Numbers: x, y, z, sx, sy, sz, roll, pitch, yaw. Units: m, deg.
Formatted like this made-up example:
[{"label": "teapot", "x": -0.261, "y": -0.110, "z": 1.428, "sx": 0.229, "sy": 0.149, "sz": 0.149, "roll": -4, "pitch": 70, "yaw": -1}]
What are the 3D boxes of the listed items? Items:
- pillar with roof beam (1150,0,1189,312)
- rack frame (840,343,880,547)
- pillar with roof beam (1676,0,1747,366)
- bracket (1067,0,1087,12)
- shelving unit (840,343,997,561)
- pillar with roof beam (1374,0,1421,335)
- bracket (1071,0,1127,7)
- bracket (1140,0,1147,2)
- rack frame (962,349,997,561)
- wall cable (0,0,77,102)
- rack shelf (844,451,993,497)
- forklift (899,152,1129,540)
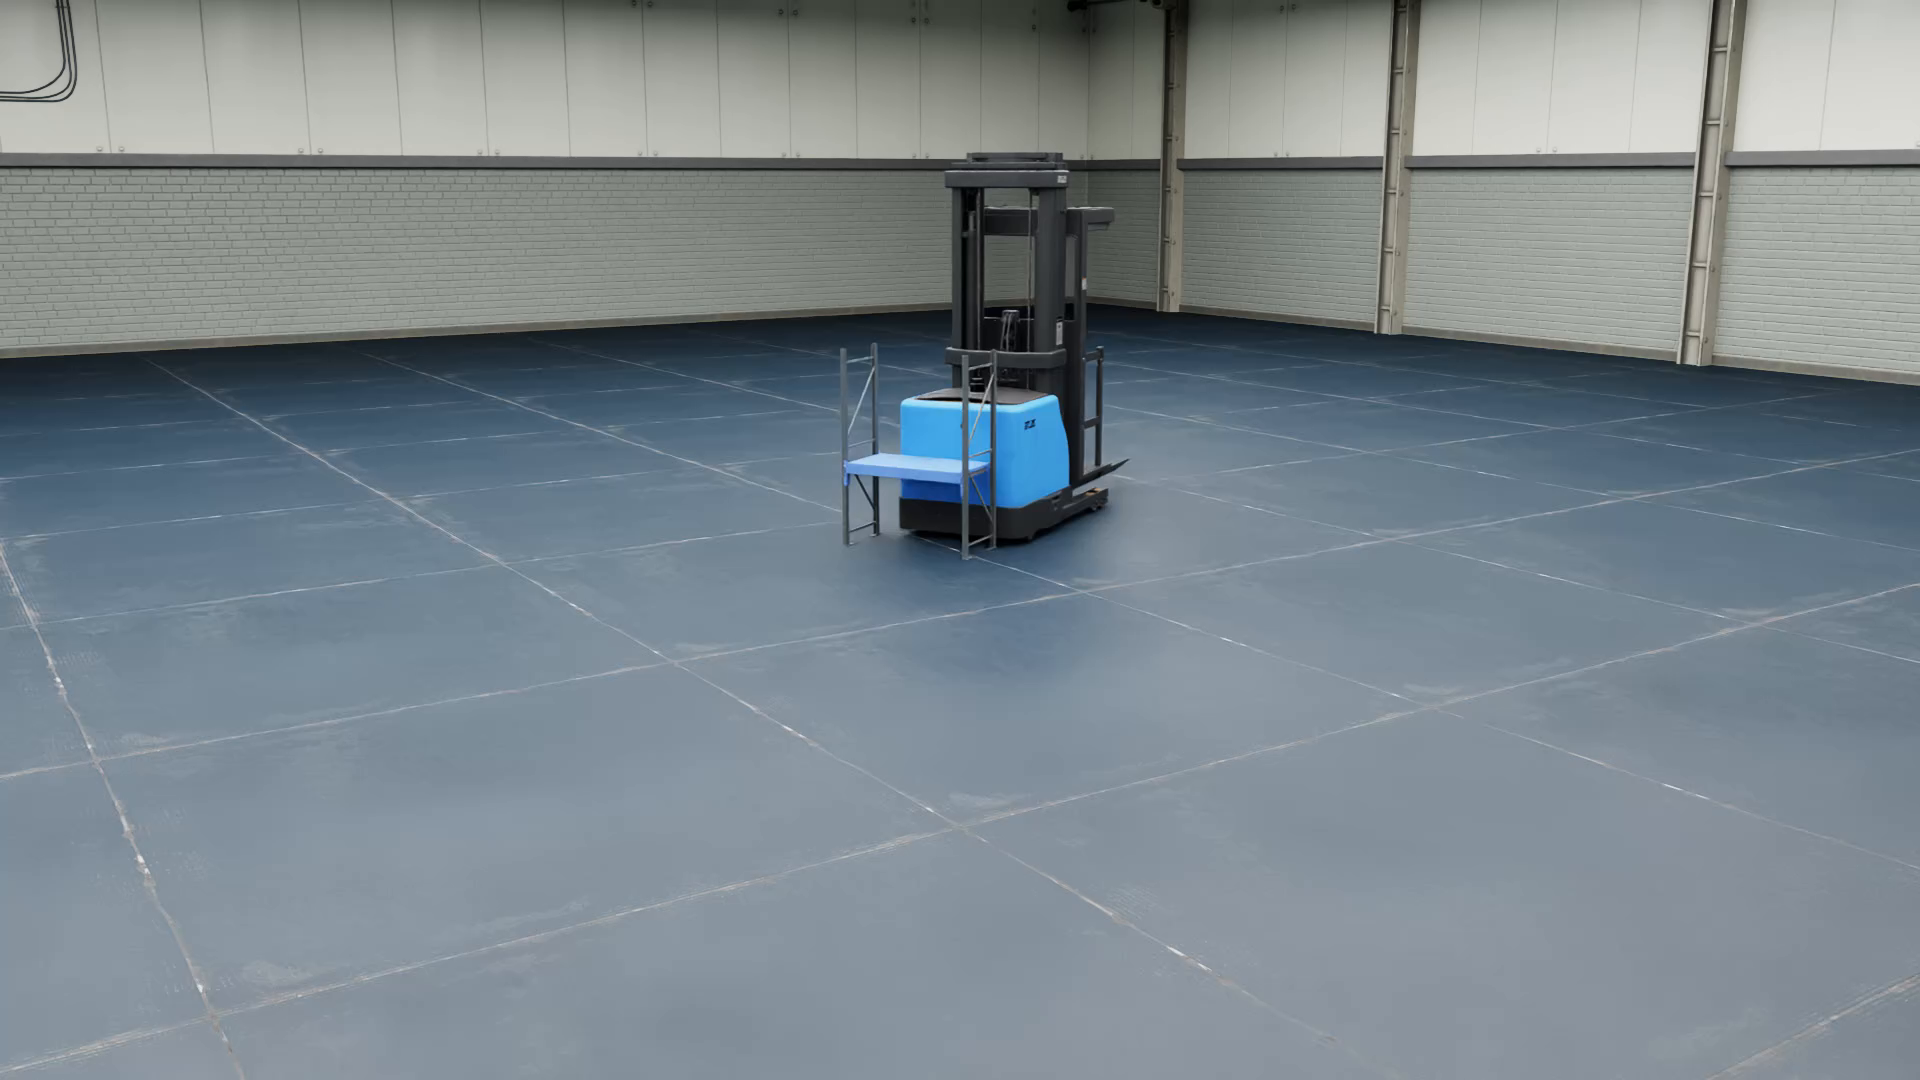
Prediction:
[{"label": "pillar with roof beam", "x": 0.757, "y": -8.650, "z": 31.354, "sx": 9.100, "sy": 9.000, "sz": 0.548, "roll": -8, "pitch": 15, "yaw": -33}, {"label": "rack frame", "x": -0.760, "y": -0.726, "z": 12.671, "sx": 0.032, "sy": 1.500, "sz": 0.500, "roll": 6, "pitch": 14, "yaw": 27}, {"label": "pillar with roof beam", "x": 7.405, "y": -6.516, "z": 21.595, "sx": 9.100, "sy": 9.000, "sz": 0.400, "roll": -8, "pitch": 15, "yaw": -33}, {"label": "bracket", "x": 2.502, "y": -11.372, "z": 35.372, "sx": 0.235, "sy": 0.232, "sz": 0.430, "roll": -8, "pitch": 15, "yaw": -33}, {"label": "shelving unit", "x": -0.308, "y": -0.677, "z": 12.444, "sx": 1.048, "sy": 1.500, "sz": 0.538, "roll": 6, "pitch": 14, "yaw": 27}, {"label": "pillar with roof beam", "x": 4.081, "y": -7.583, "z": 26.474, "sx": 9.100, "sy": 9.000, "sz": 0.400, "roll": -8, "pitch": 15, "yaw": -33}, {"label": "bracket", "x": 2.829, "y": -11.266, "z": 34.892, "sx": 0.076, "sy": 0.066, "sz": 3.189, "roll": -8, "pitch": 15, "yaw": -33}, {"label": "bracket", "x": 3.815, "y": -10.950, "z": 33.445, "sx": 0.235, "sy": 0.232, "sz": 0.430, "roll": -8, "pitch": 15, "yaw": -33}, {"label": "rack frame", "x": 0.144, "y": -0.627, "z": 12.217, "sx": 0.032, "sy": 1.500, "sz": 0.500, "roll": 6, "pitch": 14, "yaw": 27}, {"label": "wall cable", "x": -14.502, "y": -8.894, "z": 24.508, "sx": 2.305, "sy": 6.003, "sz": 0.169, "roll": -8, "pitch": 15, "yaw": -33}, {"label": "rack shelf", "x": -0.308, "y": -0.501, "z": 12.482, "sx": 1.000, "sy": 0.185, "sz": 0.538, "roll": 6, "pitch": 14, "yaw": 27}, {"label": "forklift", "x": 0.607, "y": -1.701, "z": 13.778, "sx": 1.130, "sy": 2.935, "sz": 3.031, "roll": 6, "pitch": 14, "yaw": 24}]
